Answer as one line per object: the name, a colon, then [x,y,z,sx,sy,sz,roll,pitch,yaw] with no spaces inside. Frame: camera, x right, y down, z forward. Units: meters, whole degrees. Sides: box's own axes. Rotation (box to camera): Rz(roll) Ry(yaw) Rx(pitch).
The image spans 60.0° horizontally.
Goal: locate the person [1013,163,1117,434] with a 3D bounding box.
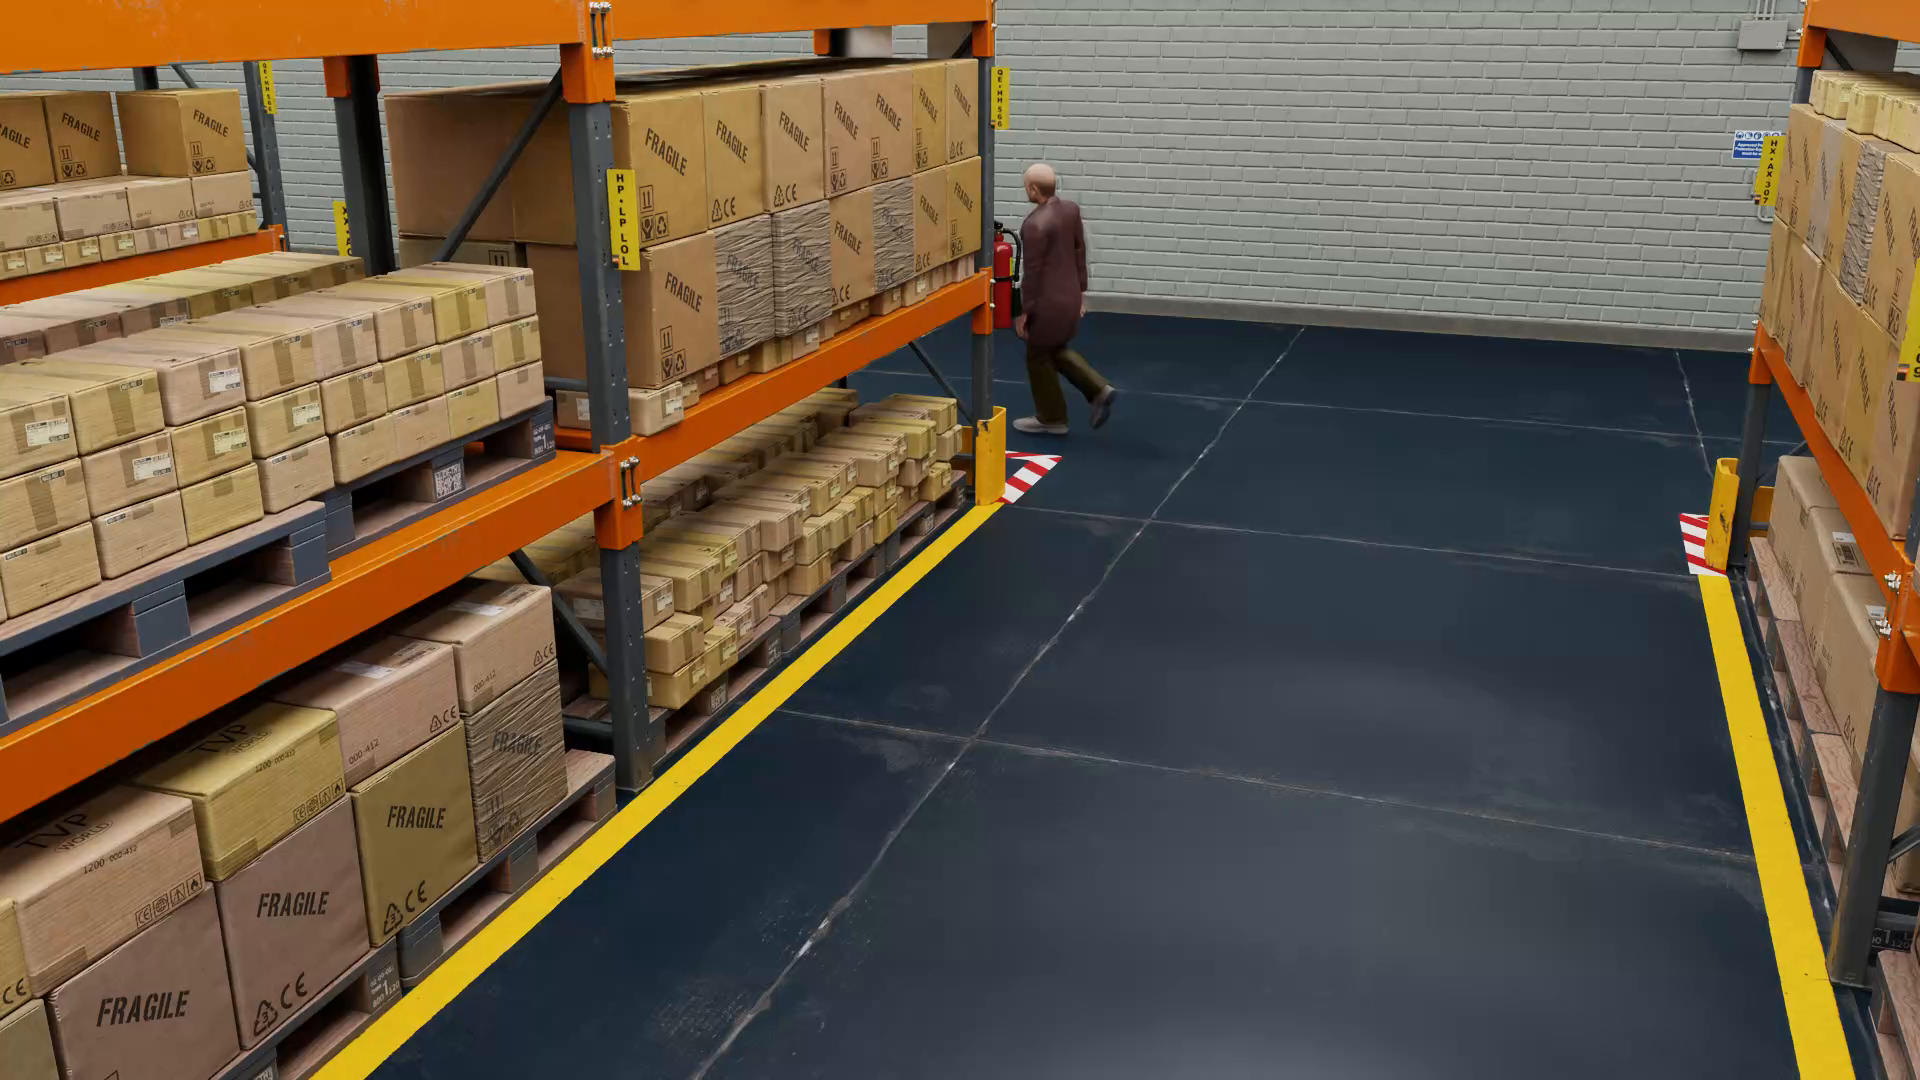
person: [0.628,-1.451,10.579,0.678,1.643,0.620,10,21,28]
